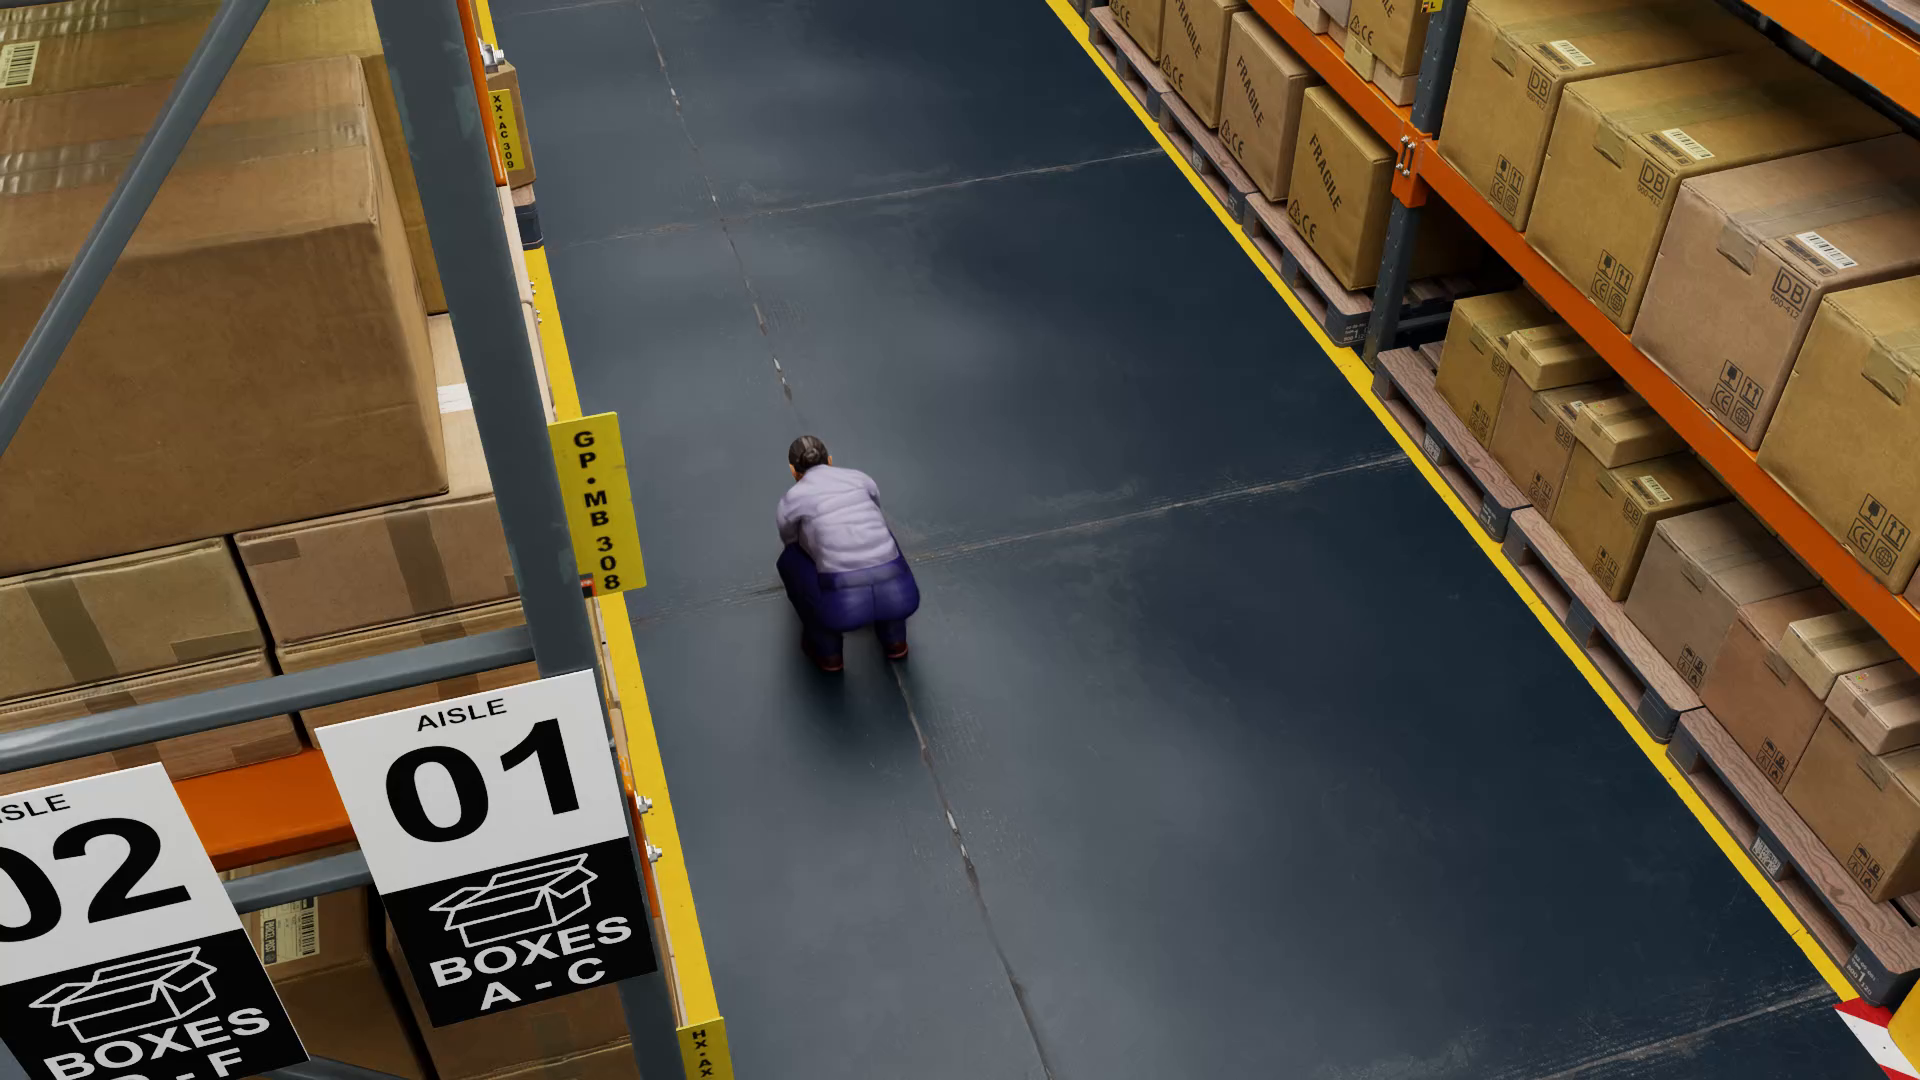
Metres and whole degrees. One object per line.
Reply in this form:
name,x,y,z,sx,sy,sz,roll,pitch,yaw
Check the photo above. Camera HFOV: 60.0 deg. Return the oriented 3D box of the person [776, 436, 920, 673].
person,-0.481,0.083,6.793,0.517,0.785,0.866,-13,44,-14
